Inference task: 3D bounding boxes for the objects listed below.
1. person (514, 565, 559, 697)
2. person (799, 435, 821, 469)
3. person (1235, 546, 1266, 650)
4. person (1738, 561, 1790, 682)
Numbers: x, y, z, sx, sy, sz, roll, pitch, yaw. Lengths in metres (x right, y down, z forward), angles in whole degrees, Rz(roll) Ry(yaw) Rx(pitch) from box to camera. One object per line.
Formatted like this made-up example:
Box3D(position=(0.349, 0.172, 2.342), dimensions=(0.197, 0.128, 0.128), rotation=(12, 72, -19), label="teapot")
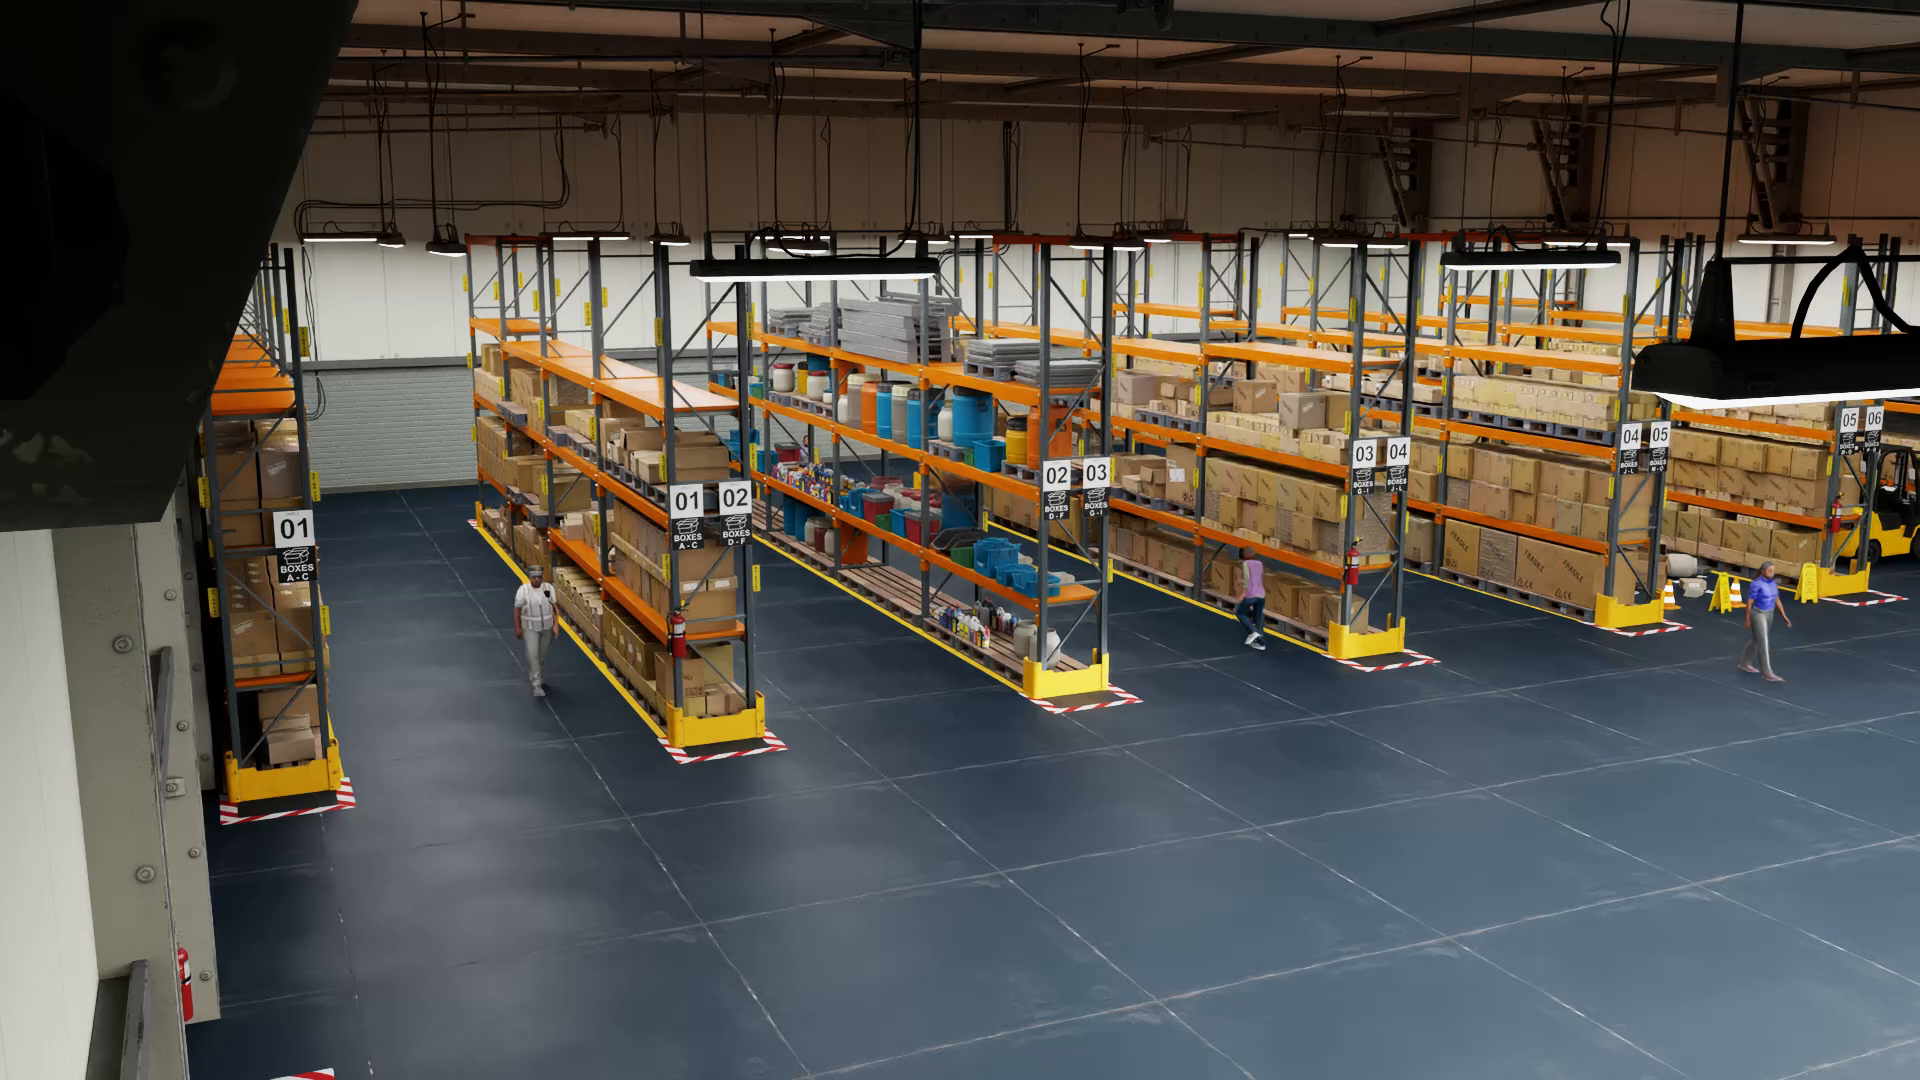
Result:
Box3D(position=(-5.670, 1.178, 22.432), dimensions=(0.547, 1.710, 0.983), rotation=(-8, 14, -36), label="person")
Box3D(position=(-3.397, -1.573, 37.025), dimensions=(0.531, 1.566, 1.100), rotation=(-4, 12, -21), label="person")
Box3D(position=(4.357, 0.856, 24.865), dimensions=(0.504, 1.478, 0.749), rotation=(-4, 12, -21), label="person")
Box3D(position=(11.212, 1.150, 23.106), dimensions=(0.509, 1.540, 0.797), rotation=(-6, 12, -28), label="person")
